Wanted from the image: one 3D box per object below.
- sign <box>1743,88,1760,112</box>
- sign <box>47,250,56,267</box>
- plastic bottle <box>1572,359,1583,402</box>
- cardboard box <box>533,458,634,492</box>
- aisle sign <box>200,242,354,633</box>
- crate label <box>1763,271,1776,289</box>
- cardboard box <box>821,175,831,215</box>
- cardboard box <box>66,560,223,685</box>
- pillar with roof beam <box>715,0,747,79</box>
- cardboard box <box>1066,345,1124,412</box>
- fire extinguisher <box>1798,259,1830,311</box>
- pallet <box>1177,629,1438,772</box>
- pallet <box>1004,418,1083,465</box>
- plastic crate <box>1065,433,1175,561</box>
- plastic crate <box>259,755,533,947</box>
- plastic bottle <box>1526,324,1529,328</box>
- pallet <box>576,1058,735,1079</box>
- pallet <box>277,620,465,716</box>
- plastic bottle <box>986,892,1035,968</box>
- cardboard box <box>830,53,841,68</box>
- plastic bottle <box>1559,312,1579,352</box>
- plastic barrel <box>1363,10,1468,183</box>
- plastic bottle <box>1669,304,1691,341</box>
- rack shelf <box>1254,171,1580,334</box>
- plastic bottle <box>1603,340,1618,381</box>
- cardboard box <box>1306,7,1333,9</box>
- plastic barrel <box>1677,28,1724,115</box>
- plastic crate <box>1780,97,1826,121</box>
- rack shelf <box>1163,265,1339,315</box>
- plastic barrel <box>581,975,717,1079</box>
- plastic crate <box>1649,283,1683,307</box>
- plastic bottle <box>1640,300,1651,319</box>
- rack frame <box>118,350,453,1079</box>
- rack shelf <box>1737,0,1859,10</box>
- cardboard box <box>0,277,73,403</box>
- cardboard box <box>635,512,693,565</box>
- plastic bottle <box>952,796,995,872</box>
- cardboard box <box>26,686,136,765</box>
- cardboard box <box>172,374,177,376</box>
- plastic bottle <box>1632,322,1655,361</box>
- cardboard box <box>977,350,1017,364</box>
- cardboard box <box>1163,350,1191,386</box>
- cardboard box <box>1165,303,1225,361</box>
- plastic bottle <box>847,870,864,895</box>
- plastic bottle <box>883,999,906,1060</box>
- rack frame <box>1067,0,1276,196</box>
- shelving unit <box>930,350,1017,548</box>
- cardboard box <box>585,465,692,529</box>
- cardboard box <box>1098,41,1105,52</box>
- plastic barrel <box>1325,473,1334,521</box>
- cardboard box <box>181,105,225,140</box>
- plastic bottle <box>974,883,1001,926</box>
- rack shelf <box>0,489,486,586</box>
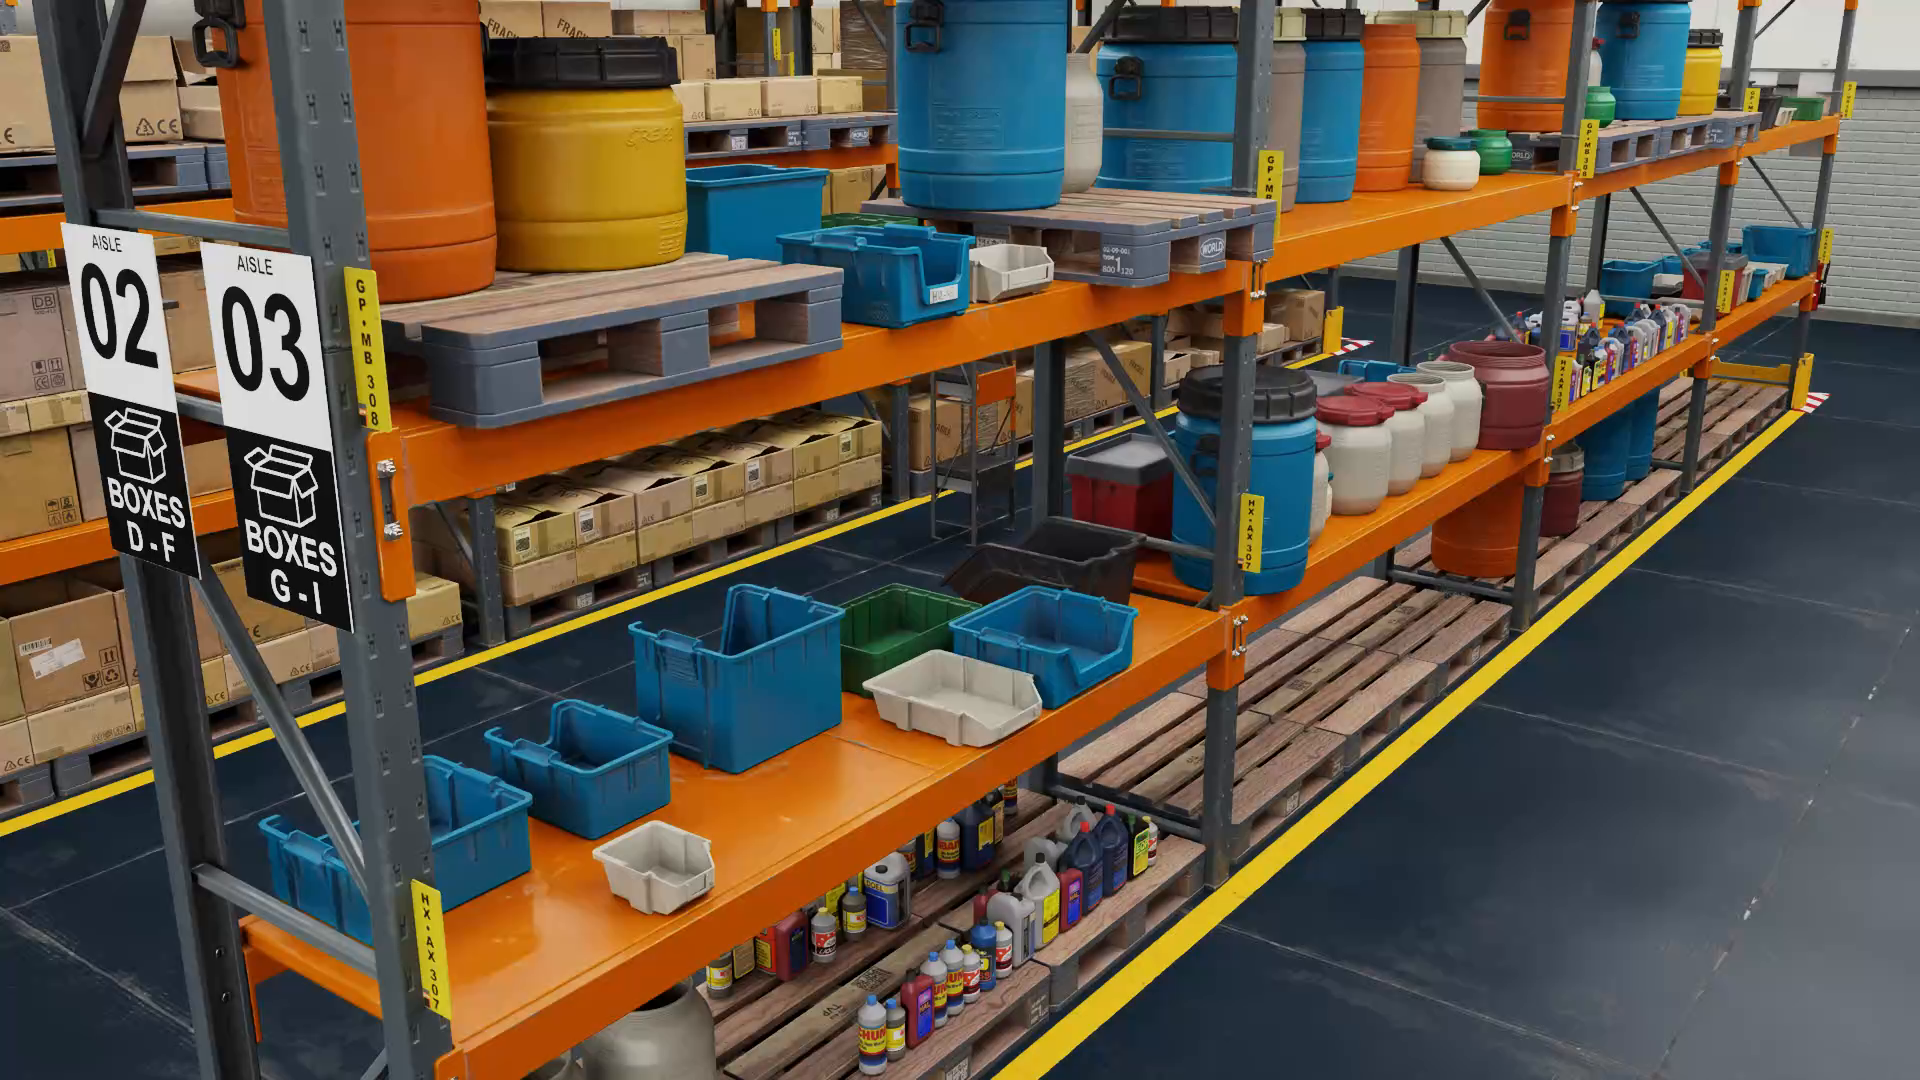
[{"bbox_3d":[5.962,-3.240,12.546,0.100,0.325,0.005,12,21,35],"label":"sign"},{"bbox_3d":[-6.761,-2.065,12.377,0.100,0.325,0.005,12,21,35],"label":"sign"},{"bbox_3d":[3.931,-1.045,10.760,0.152,0.276,0.135,12,21,35],"label":"plastic bottle"},{"bbox_3d":[-2.606,-0.417,11.512,0.500,0.311,0.500,12,21,35],"label":"cardboard box"},{"bbox_3d":[-1.436,-0.215,3.495,0.394,0.787,0.004,12,21,35],"label":"aisle sign"},{"bbox_3d":[7.234,-2.393,15.235,0.396,0.136,0.243,12,21,35],"label":"crate label"},{"bbox_3d":[-2.098,-3.921,19.306,0.980,0.700,0.700,13,21,36],"label":"cardboard box"},{"bbox_3d":[-4.210,0.390,8.592,0.500,0.500,0.500,12,21,35],"label":"cardboard box"},{"bbox_3d":[0.745,-6.075,16.634,9.100,9.000,0.400,12,21,35],"label":"pillar with roof beam"},{"bbox_3d":[1.181,-1.509,15.518,0.500,0.500,0.500,13,21,35],"label":"cardboard box"},{"bbox_3d":[8.360,-2.594,16.298,0.296,0.674,0.183,12,21,35],"label":"fire extinguisher"},{"bbox_3d":[1.918,0.851,9.148,1.003,0.211,1.213,12,21,35],"label":"pallet"},{"bbox_3d":[0.365,-0.953,14.957,1.003,0.211,1.213,12,21,35],"label":"pallet"},{"bbox_3d":[0.798,-0.195,7.707,0.402,0.464,0.583,12,21,35],"label":"plastic crate"},{"bbox_3d":[-1.570,0.856,4.679,0.499,0.251,0.616,12,21,35],"label":"plastic crate"},{"bbox_3d":[4.101,-1.475,12.151,0.097,0.271,0.097,0,17,0],"label":"plastic bottle"},{"bbox_3d":[-1.133,2.070,5.222,1.003,0.211,1.213,12,21,35],"label":"pallet"},{"bbox_3d":[-3.728,0.642,9.820,1.003,0.211,1.213,12,21,35],"label":"pallet"},{"bbox_3d":[0.196,1.460,6.334,0.152,0.276,0.135,13,21,36],"label":"plastic bottle"},{"bbox_3d":[-1.496,-5.497,19.207,0.500,0.250,0.500,12,21,34],"label":"cardboard box"},{"bbox_3d":[4.510,-1.551,12.390,0.152,0.276,0.135,12,21,35],"label":"plastic bottle"},{"bbox_3d":[2.475,-2.463,9.213,0.600,0.901,0.600,0,17,0],"label":"plastic barrel"},{"bbox_3d":[5.546,-1.690,12.839,0.152,0.276,0.135,12,21,35],"label":"plastic bottle"},{"bbox_3d":[1.947,-1.561,8.367,1.077,0.370,4.000,12,21,35],"label":"rack shelf"},{"bbox_3d":[4.435,-1.230,11.365,0.097,0.271,0.097,0,17,0],"label":"plastic bottle"},{"bbox_3d":[3.636,-5.562,18.185,0.700,0.500,0.500,12,21,35],"label":"cardboard box"},{"bbox_3d":[5.141,-3.370,11.956,0.600,0.588,0.600,0,17,0],"label":"plastic barrel"},{"bbox_3d":[7.547,-3.899,15.042,0.450,0.188,0.336,12,21,35],"label":"plastic crate"},{"bbox_3d":[2.737,-2.910,17.769,1.077,0.370,4.000,12,21,35],"label":"rack shelf"},{"bbox_3d":[-0.999,1.655,5.342,0.421,0.512,0.421,0,17,0],"label":"plastic barrel"},{"bbox_3d":[5.973,-2.112,14.350,0.437,0.125,0.590,12,21,35],"label":"plastic crate"},{"bbox_3d":[5.121,-1.626,12.505,0.144,0.351,0.185,12,21,35],"label":"plastic bottle"},{"bbox_3d":[-1.628,0.957,4.103,1.000,3.000,0.127,12,21,35],"label":"rack frame"},{"bbox_3d":[6.713,-4.708,14.117,1.077,0.370,4.000,12,21,35],"label":"rack shelf"},{"bbox_3d":[-4.676,-0.954,7.902,0.700,0.500,0.500,13,21,35],"label":"cardboard box"},{"bbox_3d":[-2.170,-0.057,11.296,0.500,0.250,0.500,12,21,33],"label":"cardboard box"},{"bbox_3d":[0.057,1.204,7.033,0.144,0.351,0.185,12,21,35],"label":"plastic bottle"},{"bbox_3d":[-4.513,0.867,8.323,0.500,0.250,0.500,12,21,35],"label":"cardboard box"},{"bbox_3d":[-4.124,-0.760,8.372,0.380,0.149,0.250,13,22,36],"label":"cardboard box"},{"bbox_3d":[4.948,-1.451,12.069,0.152,0.276,0.135,12,21,35],"label":"plastic bottle"},{"bbox_3d":[0.168,-1.721,14.938,0.500,0.250,0.500,12,21,34],"label":"cardboard box"},{"bbox_3d":[1.970,-1.765,16.660,0.500,0.311,0.500,12,21,35],"label":"cardboard box"},{"bbox_3d":[2.661,-2.243,17.877,0.797,0.503,0.637,12,21,35],"label":"cardboard box"},{"bbox_3d":[-0.425,1.325,6.645,0.144,0.351,0.185,12,21,34],"label":"plastic bottle"},{"bbox_3d":[-0.236,1.682,5.745,0.097,0.201,0.097,0,17,0],"label":"plastic bottle"},{"bbox_3d":[0.755,-2.860,6.281,1.000,3.000,0.127,12,21,35],"label":"rack frame"},{"bbox_3d":[0.099,-1.042,12.059,0.431,2.100,0.503,12,21,35],"label":"shelving unit"},{"bbox_3d":[-2.165,-0.323,11.208,0.500,0.311,0.500,12,21,33],"label":"cardboard box"},{"bbox_3d":[1.186,-4.399,15.247,0.600,0.600,0.600,10,20,30],"label":"cardboard box"},{"bbox_3d":[1.667,-0.217,8.119,0.301,0.262,0.301,0,17,0],"label":"plastic barrel"},{"bbox_3d":[-3.720,-2.116,8.421,0.380,0.149,0.250,12,21,35],"label":"cardboard box"},{"bbox_3d":[0.110,1.438,6.393,0.061,0.283,0.133,12,21,35],"label":"plastic bottle"},{"bbox_3d":[-4.413,-0.052,8.565,1.077,0.370,4.000,12,21,35],"label":"rack shelf"}]
